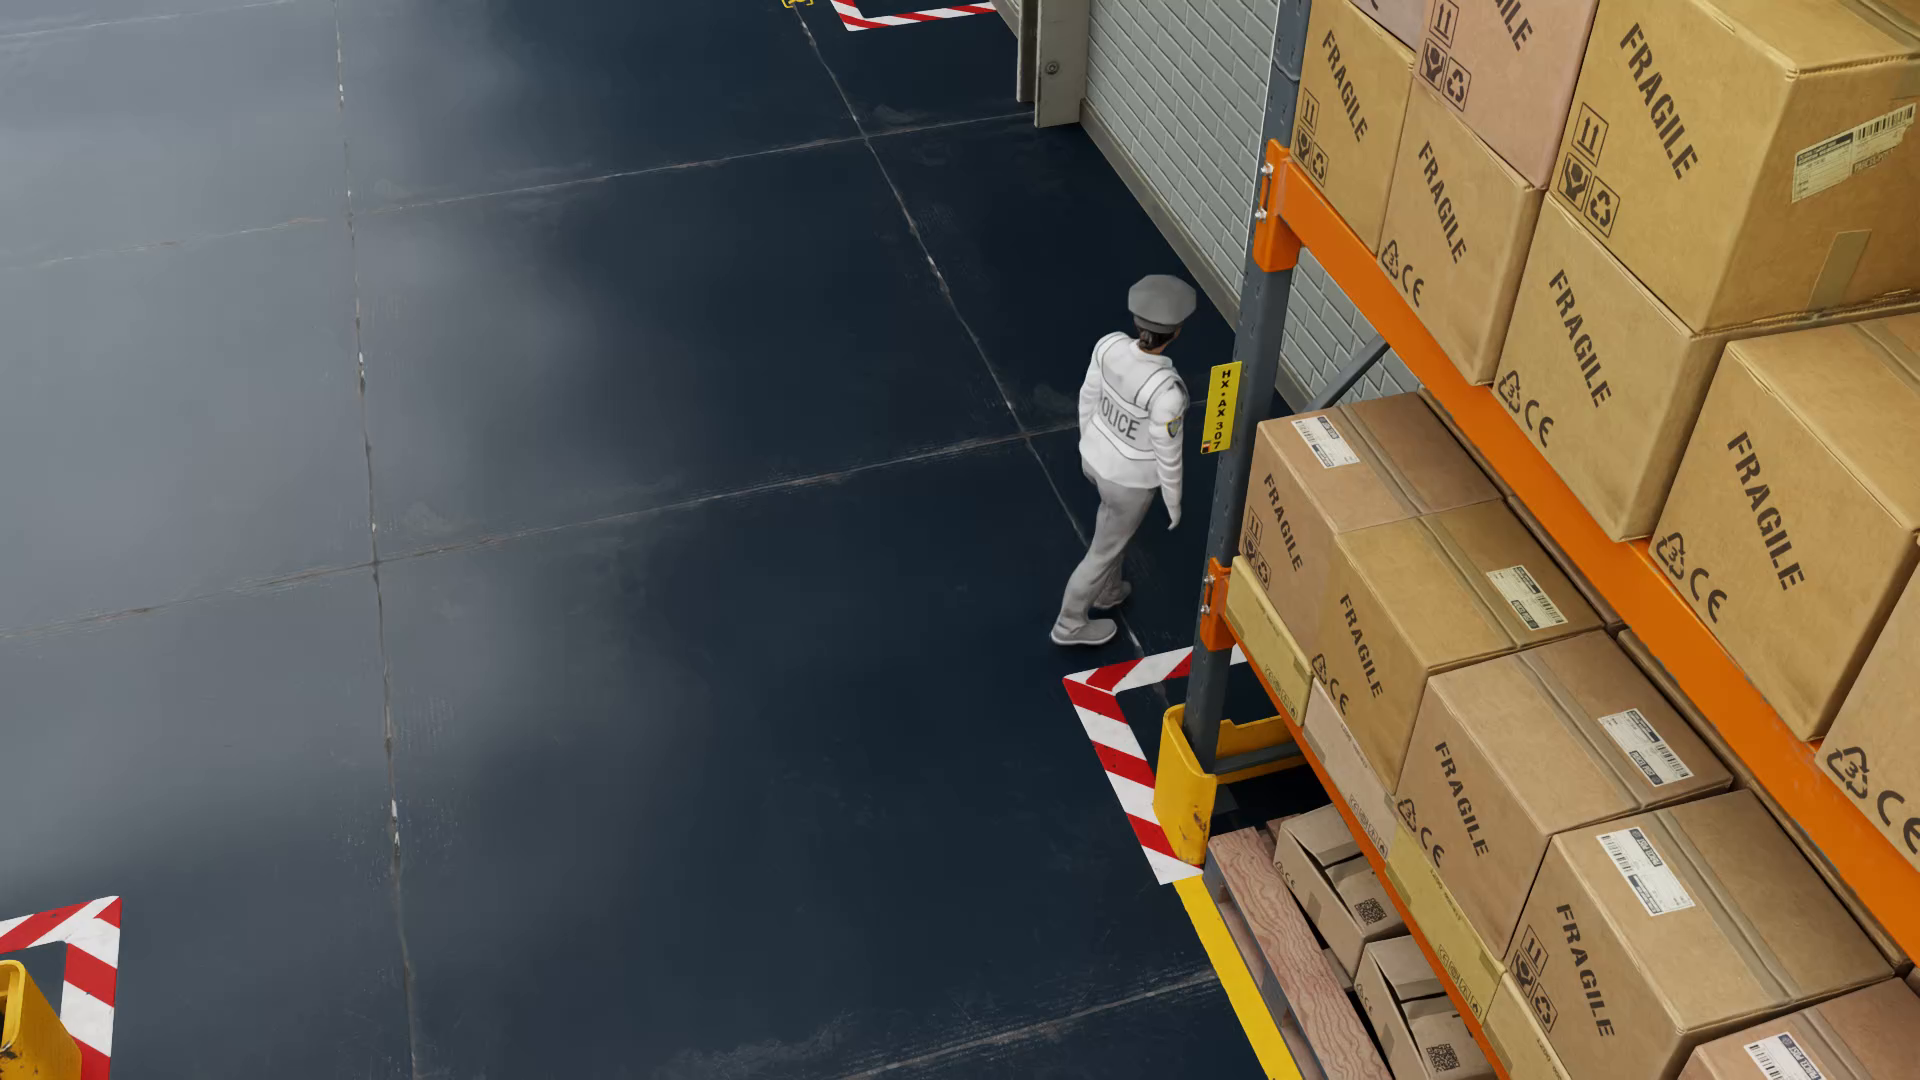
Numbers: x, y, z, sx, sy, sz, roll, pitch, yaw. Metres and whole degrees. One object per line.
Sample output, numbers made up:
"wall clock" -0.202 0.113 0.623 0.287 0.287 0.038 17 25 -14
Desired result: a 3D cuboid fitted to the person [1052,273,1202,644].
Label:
"person" 0.631 -0.235 6.440 0.555 1.708 0.507 -19 46 -20
